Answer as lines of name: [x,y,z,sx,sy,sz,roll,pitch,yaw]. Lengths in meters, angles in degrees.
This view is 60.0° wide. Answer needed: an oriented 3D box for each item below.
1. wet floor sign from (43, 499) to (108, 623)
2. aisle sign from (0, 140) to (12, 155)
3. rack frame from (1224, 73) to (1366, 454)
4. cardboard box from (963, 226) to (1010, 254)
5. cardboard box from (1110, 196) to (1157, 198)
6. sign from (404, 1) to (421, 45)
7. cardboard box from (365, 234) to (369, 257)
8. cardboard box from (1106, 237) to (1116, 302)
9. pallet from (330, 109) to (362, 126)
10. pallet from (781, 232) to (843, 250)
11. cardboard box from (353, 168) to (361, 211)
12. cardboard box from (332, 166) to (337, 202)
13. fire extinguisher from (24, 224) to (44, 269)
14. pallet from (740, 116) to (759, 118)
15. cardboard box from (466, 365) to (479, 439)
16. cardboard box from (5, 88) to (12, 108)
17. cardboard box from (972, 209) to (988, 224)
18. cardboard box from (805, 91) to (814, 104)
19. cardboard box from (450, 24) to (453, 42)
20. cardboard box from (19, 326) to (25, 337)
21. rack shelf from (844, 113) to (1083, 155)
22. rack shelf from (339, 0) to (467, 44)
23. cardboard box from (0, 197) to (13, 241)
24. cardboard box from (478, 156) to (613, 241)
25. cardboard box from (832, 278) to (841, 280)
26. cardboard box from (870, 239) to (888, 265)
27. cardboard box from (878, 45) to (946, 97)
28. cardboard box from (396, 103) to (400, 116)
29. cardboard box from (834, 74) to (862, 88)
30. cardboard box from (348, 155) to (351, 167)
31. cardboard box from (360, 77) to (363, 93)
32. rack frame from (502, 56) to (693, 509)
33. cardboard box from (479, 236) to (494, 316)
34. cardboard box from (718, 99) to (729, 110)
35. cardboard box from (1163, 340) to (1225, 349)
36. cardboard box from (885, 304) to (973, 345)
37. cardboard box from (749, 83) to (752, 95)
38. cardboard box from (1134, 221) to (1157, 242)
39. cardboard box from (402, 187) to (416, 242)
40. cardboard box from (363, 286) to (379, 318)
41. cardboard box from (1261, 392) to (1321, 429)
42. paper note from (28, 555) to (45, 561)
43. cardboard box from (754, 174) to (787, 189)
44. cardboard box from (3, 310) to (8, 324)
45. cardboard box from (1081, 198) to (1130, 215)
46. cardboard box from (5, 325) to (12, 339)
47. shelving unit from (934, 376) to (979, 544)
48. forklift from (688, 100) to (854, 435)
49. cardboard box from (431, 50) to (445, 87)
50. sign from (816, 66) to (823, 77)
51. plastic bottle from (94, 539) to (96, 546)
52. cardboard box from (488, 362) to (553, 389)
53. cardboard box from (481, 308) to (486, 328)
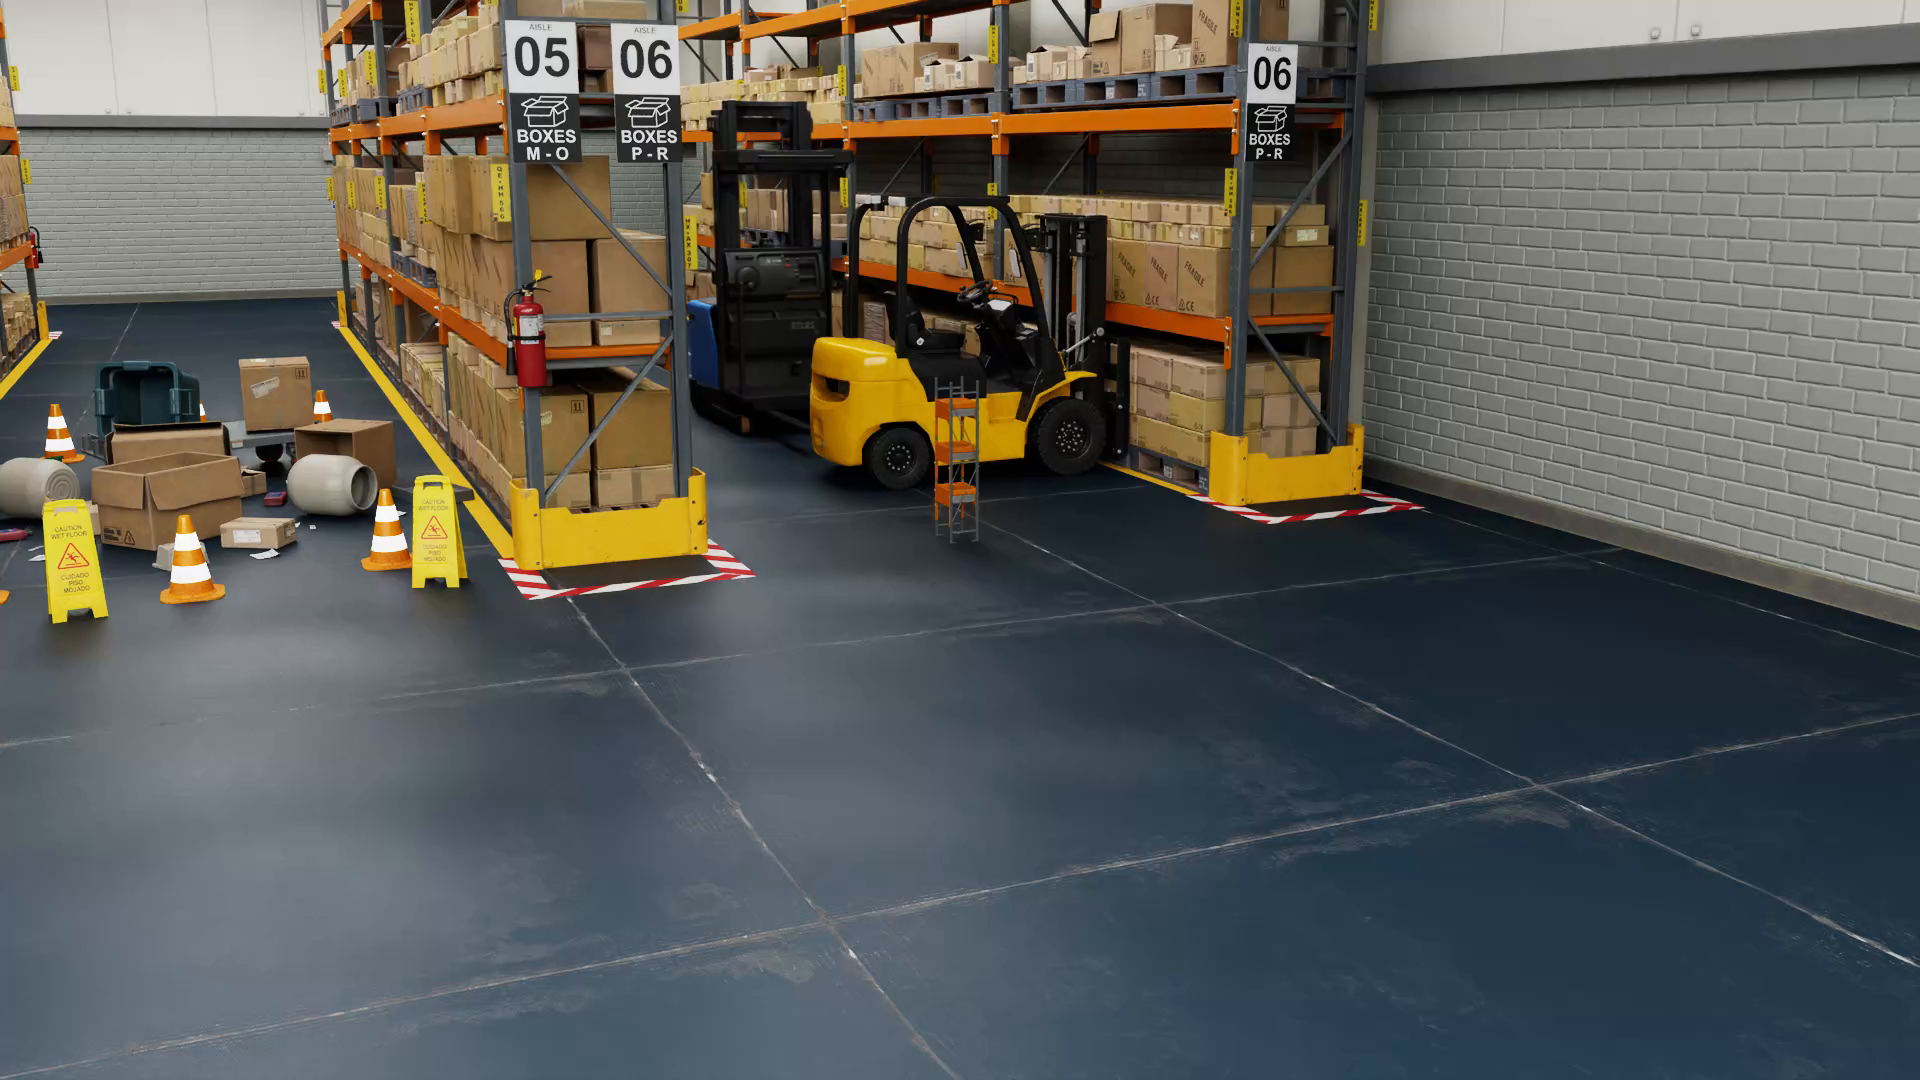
wet floor sign: [-4.821,0.097,9.019,0.267,0.644,0.232,-9,16,-33]
aisle sign: [-12.810,-5.491,22.179,0.394,0.787,0.004,-6,14,-23]
rack frame: [2.395,-1.794,11.969,1.000,3.000,0.127,-6,14,-23]
cardboard box: [0.362,-2.869,15.839,0.500,0.250,0.500,-6,14,-24]
cardboard box: [1.536,-2.936,14.585,0.380,0.149,0.250,-6,14,-24]
sign: [-4.261,-4.026,12.939,0.100,0.325,0.005,-6,14,-23]
cardboard box: [-6.624,-3.422,19.337,0.500,0.250,0.500,-6,14,-23]
cardboard box: [1.341,-2.237,13.663,0.500,0.500,0.500,-6,14,-23]
pallet: [-8.254,-5.916,23.325,1.003,0.211,1.213,-6,14,-23]
pallet: [-1.593,-3.755,20.866,1.003,0.211,1.213,-6,14,-23]
cardboard box: [-7.045,-4.243,20.112,0.500,0.500,0.500,-5,14,-22]
cardboard box: [-8.629,-5.062,23.648,0.500,0.500,0.500,-6,14,-24]
fire extinguisher: [-12.734,-4.057,22.745,0.296,0.674,0.183,-6,14,-23]
pallet: [-2.215,-5.502,21.755,1.213,0.211,1.003,-6,14,-23]
cardboard box: [-3.333,-1.039,12.209,0.500,0.500,0.500,-5,14,-20]
cardboard box: [-12.638,-5.742,21.600,0.500,0.250,0.500,-6,14,-25]
cardboard box: [0.333,-3.087,15.897,0.380,0.149,0.250,-6,14,-24]
cardboard box: [-1.663,-5.349,20.126,0.380,0.149,0.250,-5,14,-21]
cardboard box: [-3.355,-3.540,11.650,0.380,0.149,0.250,-6,14,-24]
cardboard box: [-12.069,-2.647,21.045,0.380,0.149,0.250,-5,14,-22]
rack shelf: [-0.008,-4.145,17.068,1.077,0.370,4.000,-6,14,-23]
rack shelf: [-6.157,-5.788,18.405,1.077,0.370,4.000,-6,14,-23]
cardboard box: [-11.794,-3.884,20.117,0.500,0.500,0.500,-6,14,-24]
cardboard box: [-2.556,-2.112,10.242,0.700,0.500,0.500,-6,14,-24]
cardboard box: [-1.658,-3.372,21.962,0.380,0.149,0.250,-6,14,-26]
cardboard box: [-0.659,-3.156,18.185,0.500,0.250,0.500,-6,14,-24]
cardboard box: [-0.449,-4.943,17.549,0.700,0.500,0.500,-6,14,-24]
cardboard box: [-5.386,-4.256,16.513,0.380,0.149,0.250,-6,14,-23]
cardboard box: [-1.218,-5.219,18.902,0.380,0.149,0.250,-5,14,-21]
cardboard box: [-7.827,-4.981,21.860,0.380,0.149,0.250,-6,14,-24]
cardboard box: [-6.228,-4.851,17.892,0.396,0.266,0.258,-6,14,-24]
rack frame: [-2.151,-1.345,10.029,1.000,3.000,0.127,-6,14,-23]
cardboard box: [-2.818,-1.730,10.810,0.500,0.500,0.500,-6,14,-23]
cardboard box: [-3.052,-5.990,23.119,0.500,0.250,0.500,-6,14,-25]
cardboard box: [1.982,-1.470,13.517,0.500,0.250,0.500,-6,14,-23]
cardboard box: [-0.303,-2.230,18.189,0.875,0.625,0.625,-5,14,-21]
cardboard box: [-2.522,-5.861,21.631,0.380,0.149,0.250,-5,14,-22]
cardboard box: [1.583,-2.418,13.003,0.380,0.149,0.250,-6,14,-25]
cardboard box: [-4.954,-3.066,15.652,0.500,0.500,0.500,-5,14,-22]
cardboard box: [-7.830,-3.291,23.189,0.875,0.438,0.875,-5,14,-21]
cardboard box: [2.397,-1.019,12.676,0.500,0.250,0.500,-5,14,-22]
paper note: [-5.702,0.102,10.367,0.144,0.017,0.142,-1,13,-4]
cardboard box: [-2.764,-5.042,24.013,0.500,0.500,0.500,-6,14,-25]
cardboard box: [-11.457,-2.614,19.583,0.380,0.149,0.250,-5,14,-20]
cardboard box: [1.237,-2.778,13.902,0.380,0.149,0.250,-6,14,-23]
cardboard box: [-11.305,-2.421,19.408,0.380,0.149,0.250,-5,14,-20]
shelving unit: [-0.021,-0.523,10.799,0.215,1.050,0.252,-6,14,-23]
forklift: [-1.608,-2.483,15.098,1.130,2.935,3.031,-6,14,-24]
cardboard box: [-3.613,-3.483,12.288,0.500,0.250,0.500,-6,14,-23]
sign: [-1.905,-6.229,22.460,0.100,0.325,0.005,-6,14,-23]
plastic bottle: [-5.675,0.008,10.702,0.133,0.061,0.283,-12,18,-42]
cardboard box: [-2.920,-1.103,11.049,0.380,0.149,0.250,-5,14,-21]
cardboard box: [-3.074,-1.538,11.422,0.380,0.149,0.250,-6,14,-24]
